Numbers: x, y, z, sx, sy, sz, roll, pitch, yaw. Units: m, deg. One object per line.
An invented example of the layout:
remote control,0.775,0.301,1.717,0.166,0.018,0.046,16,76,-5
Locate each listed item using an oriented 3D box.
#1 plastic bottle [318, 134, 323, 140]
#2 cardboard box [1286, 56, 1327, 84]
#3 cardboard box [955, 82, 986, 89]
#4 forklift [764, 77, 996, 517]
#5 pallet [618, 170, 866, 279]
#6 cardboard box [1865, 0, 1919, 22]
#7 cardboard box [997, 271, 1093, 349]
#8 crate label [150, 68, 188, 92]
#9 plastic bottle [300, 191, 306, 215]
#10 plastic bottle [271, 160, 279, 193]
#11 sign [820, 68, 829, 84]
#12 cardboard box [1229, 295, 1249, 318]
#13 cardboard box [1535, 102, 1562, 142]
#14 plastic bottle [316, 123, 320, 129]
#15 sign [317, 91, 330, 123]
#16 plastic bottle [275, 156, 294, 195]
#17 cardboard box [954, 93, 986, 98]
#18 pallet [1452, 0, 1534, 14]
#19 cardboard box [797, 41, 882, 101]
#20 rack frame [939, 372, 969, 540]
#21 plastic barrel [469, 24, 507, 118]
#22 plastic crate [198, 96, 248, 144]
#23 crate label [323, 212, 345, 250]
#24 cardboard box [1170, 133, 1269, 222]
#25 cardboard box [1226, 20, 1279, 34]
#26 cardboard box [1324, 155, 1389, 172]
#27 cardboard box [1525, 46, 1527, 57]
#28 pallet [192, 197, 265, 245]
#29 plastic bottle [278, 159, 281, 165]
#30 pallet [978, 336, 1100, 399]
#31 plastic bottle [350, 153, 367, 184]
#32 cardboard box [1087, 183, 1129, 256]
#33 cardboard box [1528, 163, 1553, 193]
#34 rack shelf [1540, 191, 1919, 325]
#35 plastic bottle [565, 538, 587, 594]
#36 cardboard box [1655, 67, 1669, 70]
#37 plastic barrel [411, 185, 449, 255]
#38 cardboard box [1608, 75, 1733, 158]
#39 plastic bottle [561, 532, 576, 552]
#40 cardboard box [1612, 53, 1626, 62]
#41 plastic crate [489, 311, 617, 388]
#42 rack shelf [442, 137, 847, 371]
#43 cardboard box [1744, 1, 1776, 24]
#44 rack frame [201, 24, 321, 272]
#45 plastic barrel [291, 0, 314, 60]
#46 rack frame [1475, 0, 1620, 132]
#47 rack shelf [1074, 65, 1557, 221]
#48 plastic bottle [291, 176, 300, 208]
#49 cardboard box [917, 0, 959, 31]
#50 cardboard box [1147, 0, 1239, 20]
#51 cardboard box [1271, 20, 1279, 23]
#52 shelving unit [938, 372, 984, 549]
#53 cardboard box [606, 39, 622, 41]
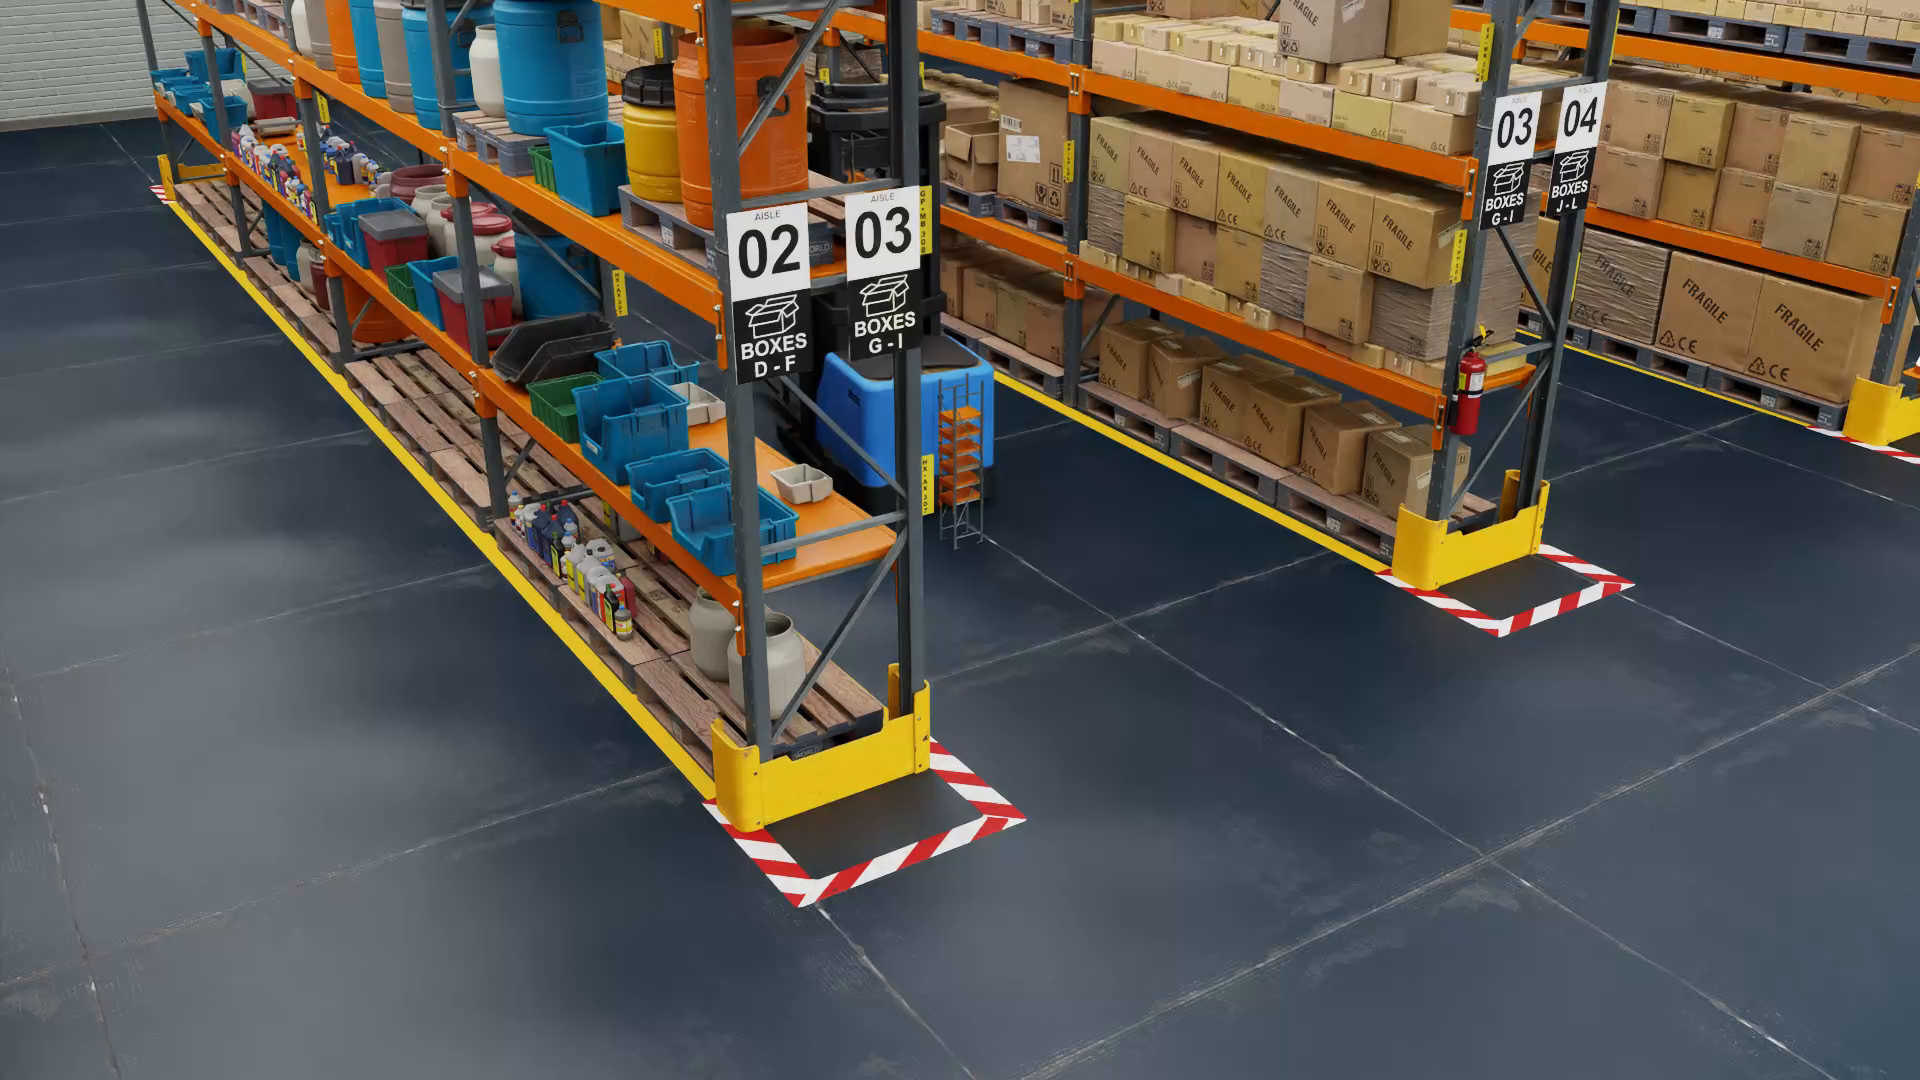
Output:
plastic bottle,-6.435,-3.944,16.610,0.144,0.351,0.185,-16,29,-30
cardboard box,2.392,-3.143,11.051,0.380,0.149,0.250,-17,30,-32
cardboard box,0.157,-6.585,24.299,0.380,0.149,0.250,-17,30,-31
forklift,-0.815,-2.081,12.687,1.130,2.935,3.031,-11,27,-22
pallet,-1.010,-1.616,8.329,1.003,0.211,1.213,-16,29,-30
cardboard box,7.219,-4.068,12.521,0.500,0.250,0.500,-15,29,-29
cardboard box,0.764,-2.079,15.016,0.700,0.500,0.500,-16,29,-30
crate label,-9.516,-5.535,20.050,0.416,0.233,0.303,-16,29,-30
plastic bottle,-5.813,-3.006,14.799,0.097,0.201,0.097,0,25,0
plastic bottle,-6.384,-3.403,15.543,0.061,0.283,0.133,-16,29,-30
sign,-1.321,-4.435,16.237,0.100,0.325,0.005,-16,29,-30
cardboard box,2.196,-1.738,12.175,0.380,0.149,0.250,-16,29,-30
cardboard box,3.463,-2.701,10.583,0.500,0.250,0.500,-15,29,-28
plastic bottle,-6.705,-4.196,17.233,0.152,0.276,0.135,-16,29,-30
sign,-6.729,-4.571,17.557,0.100,0.325,0.005,-16,29,-30
plastic bottle,-6.262,-3.386,15.429,0.144,0.351,0.185,-16,29,-30
cardboard box,0.141,-6.184,23.450,0.380,0.149,0.250,-17,30,-32
pallet,4.995,-5.317,16.172,0.805,0.209,1.217,-17,30,-32
cardboard box,-1.243,-4.806,17.087,0.797,0.503,0.637,-14,29,-28
rack frame,-0.042,-0.570,11.515,0.240,1.200,0.006,-16,29,-30
plastic barrel,-2.753,-2.854,10.107,0.421,0.512,0.421,0,25,0
plastic crate,-7.732,-4.426,17.522,0.392,0.384,0.575,-16,29,-30
crate label,-5.092,-2.574,13.847,0.303,0.233,0.416,-16,29,-30
cardboard box,1.905,-2.665,12.208,0.500,0.500,0.500,-16,29,-30
cardboard box,2.196,-3.752,12.341,0.380,0.149,0.250,-17,30,-31
cardboard box,2.896,-2.431,11.712,0.500,0.500,0.500,-16,29,-30
cardboard box,7.389,-6.517,22.179,0.500,0.250,0.500,-16,30,-30
pallet,-8.295,-3.748,19.404,1.003,0.211,1.213,-16,29,-30
plastic bottle,-6.333,-3.417,15.573,0.061,0.283,0.133,-16,29,-30
pallet,0.900,-1.628,14.914,1.003,0.211,1.213,-16,29,-30
plastic bottle,-5.730,-3.557,15.880,0.152,0.276,0.135,-16,29,-30
cardboard box,1.520,-2.615,13.273,0.875,0.500,0.500,-16,29,-30
cardboard box,5.748,-3.669,15.796,0.875,0.550,0.550,-16,29,-30
rack shelf,6.629,-2.690,14.740,1.077,0.370,4.000,-16,29,-30
plastic bottle,-2.396,0.147,10.475,0.144,0.351,0.185,-16,30,-30
cardboard box,8.514,-5.603,19.870,0.380,0.149,0.250,-17,30,-31
plastic barrel,-4.267,-2.620,13.617,0.421,0.512,0.421,0,25,0
cardboard box,6.287,-3.752,14.706,0.875,0.550,0.550,-16,29,-30
plastic bottle,-2.516,0.075,10.721,0.097,0.271,0.097,0,25,0
cardboard box,8.083,-6.133,20.232,0.500,0.500,0.500,-15,29,-29
plastic crate,-2.645,-1.212,10.838,0.767,0.338,0.504,-16,29,-30
rack shelf,-1.732,-1.773,9.282,1.077,0.370,4.000,-16,29,-30
cardboard box,6.562,-4.272,13.421,0.380,0.149,0.250,-15,29,-29
rack frame,-7.191,-4.318,17.346,1.000,3.000,0.127,-16,29,-30
plastic barrel,-5.095,-4.112,13.264,0.421,0.512,0.421,0,25,0
rack frame,3.509,-3.893,9.418,1.000,3.000,0.127,-16,29,-30
rack shelf,2.418,-2.927,11.727,1.077,0.370,4.000,-16,29,-30
plastic bottle,-5.972,-3.142,15.005,0.097,0.271,0.097,0,25,0
cardboard box,-0.246,-4.738,14.896,0.500,0.250,0.500,-15,29,-28
cardboard box,1.785,-4.272,12.683,0.500,0.500,0.500,-17,30,-31
cardboard box,3.590,-5.496,18.552,0.700,0.500,0.500,-16,29,-30
shelving unit,0.008,-0.537,11.445,0.258,1.200,0.189,-16,29,-30
cardboard box,-4.629,-6.370,21.520,0.500,0.250,0.500,-17,30,-31
